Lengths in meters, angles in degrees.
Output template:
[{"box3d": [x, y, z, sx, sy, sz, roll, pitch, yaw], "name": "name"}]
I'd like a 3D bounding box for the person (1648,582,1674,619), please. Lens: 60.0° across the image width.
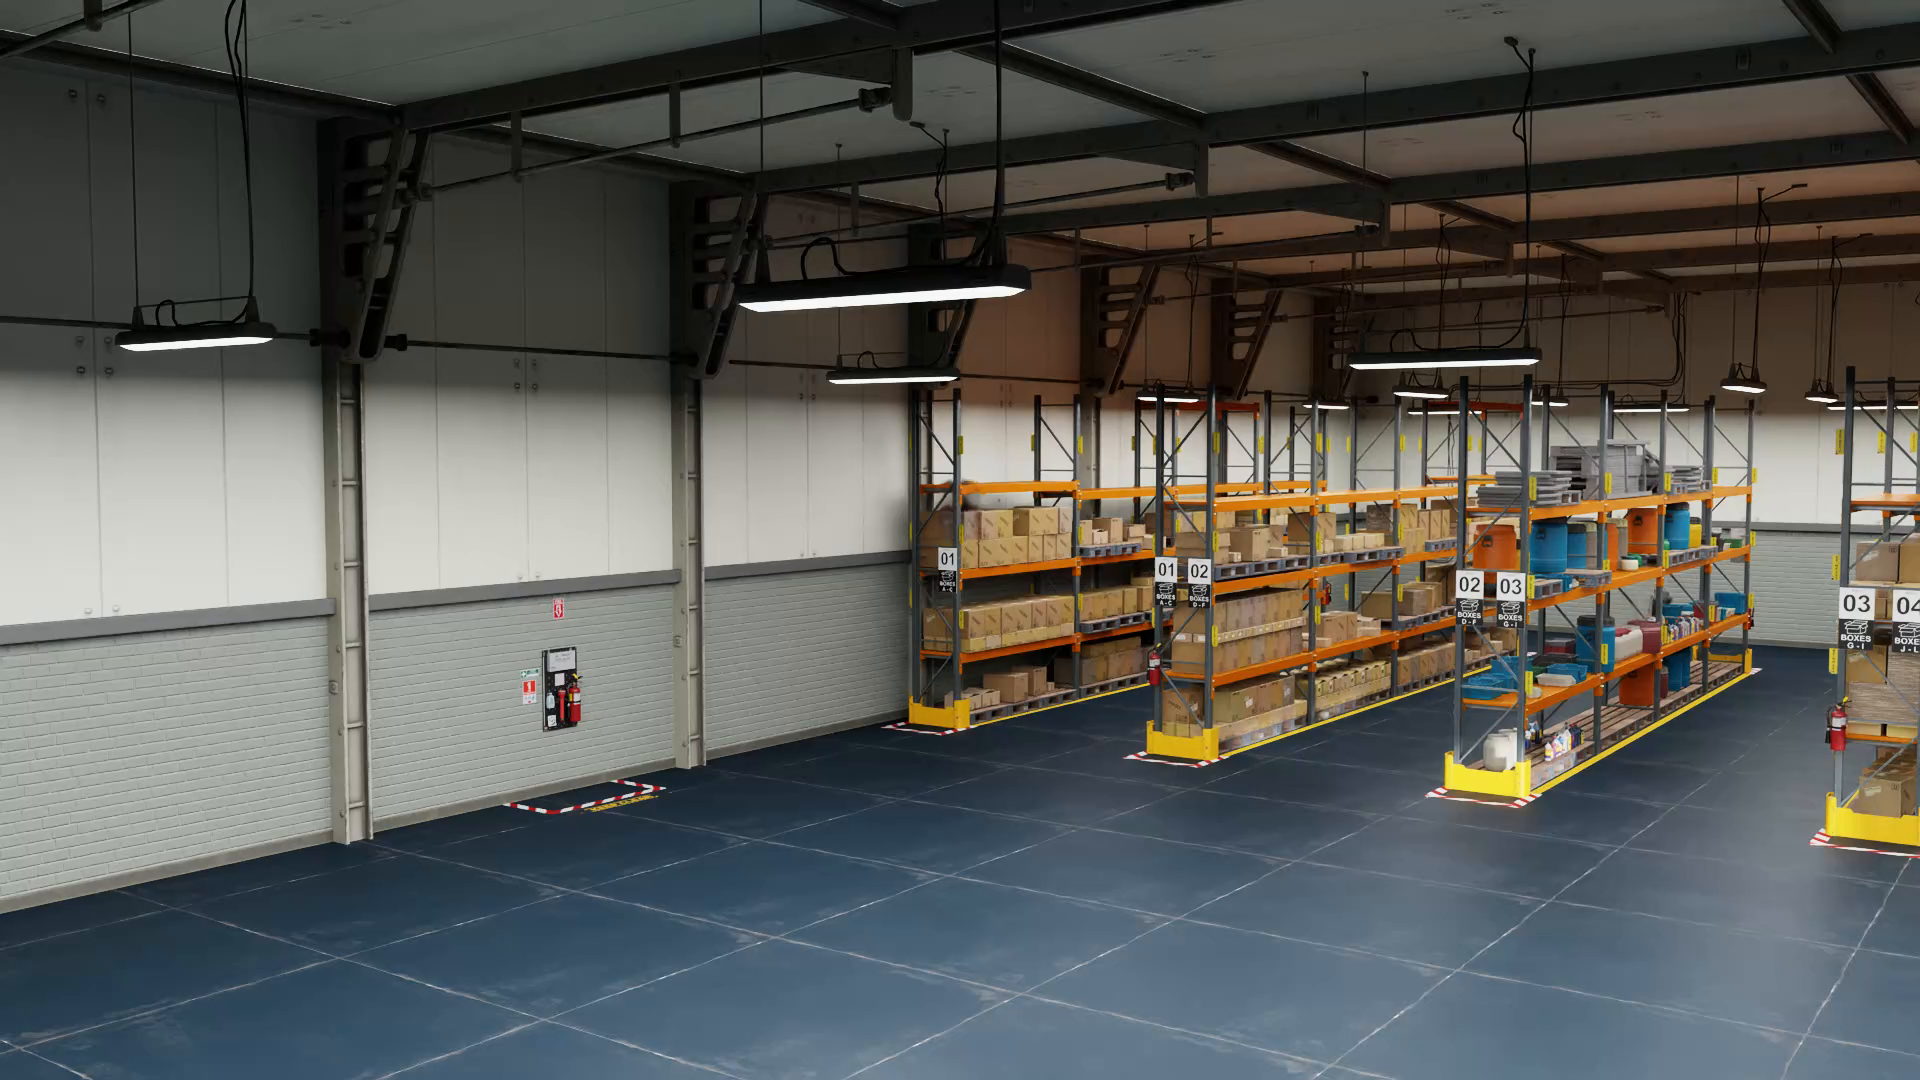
[{"box3d": [17.016, 1.513, 40.334, 0.557, 1.024, 0.405, -1, 3, -19], "name": "person"}]
